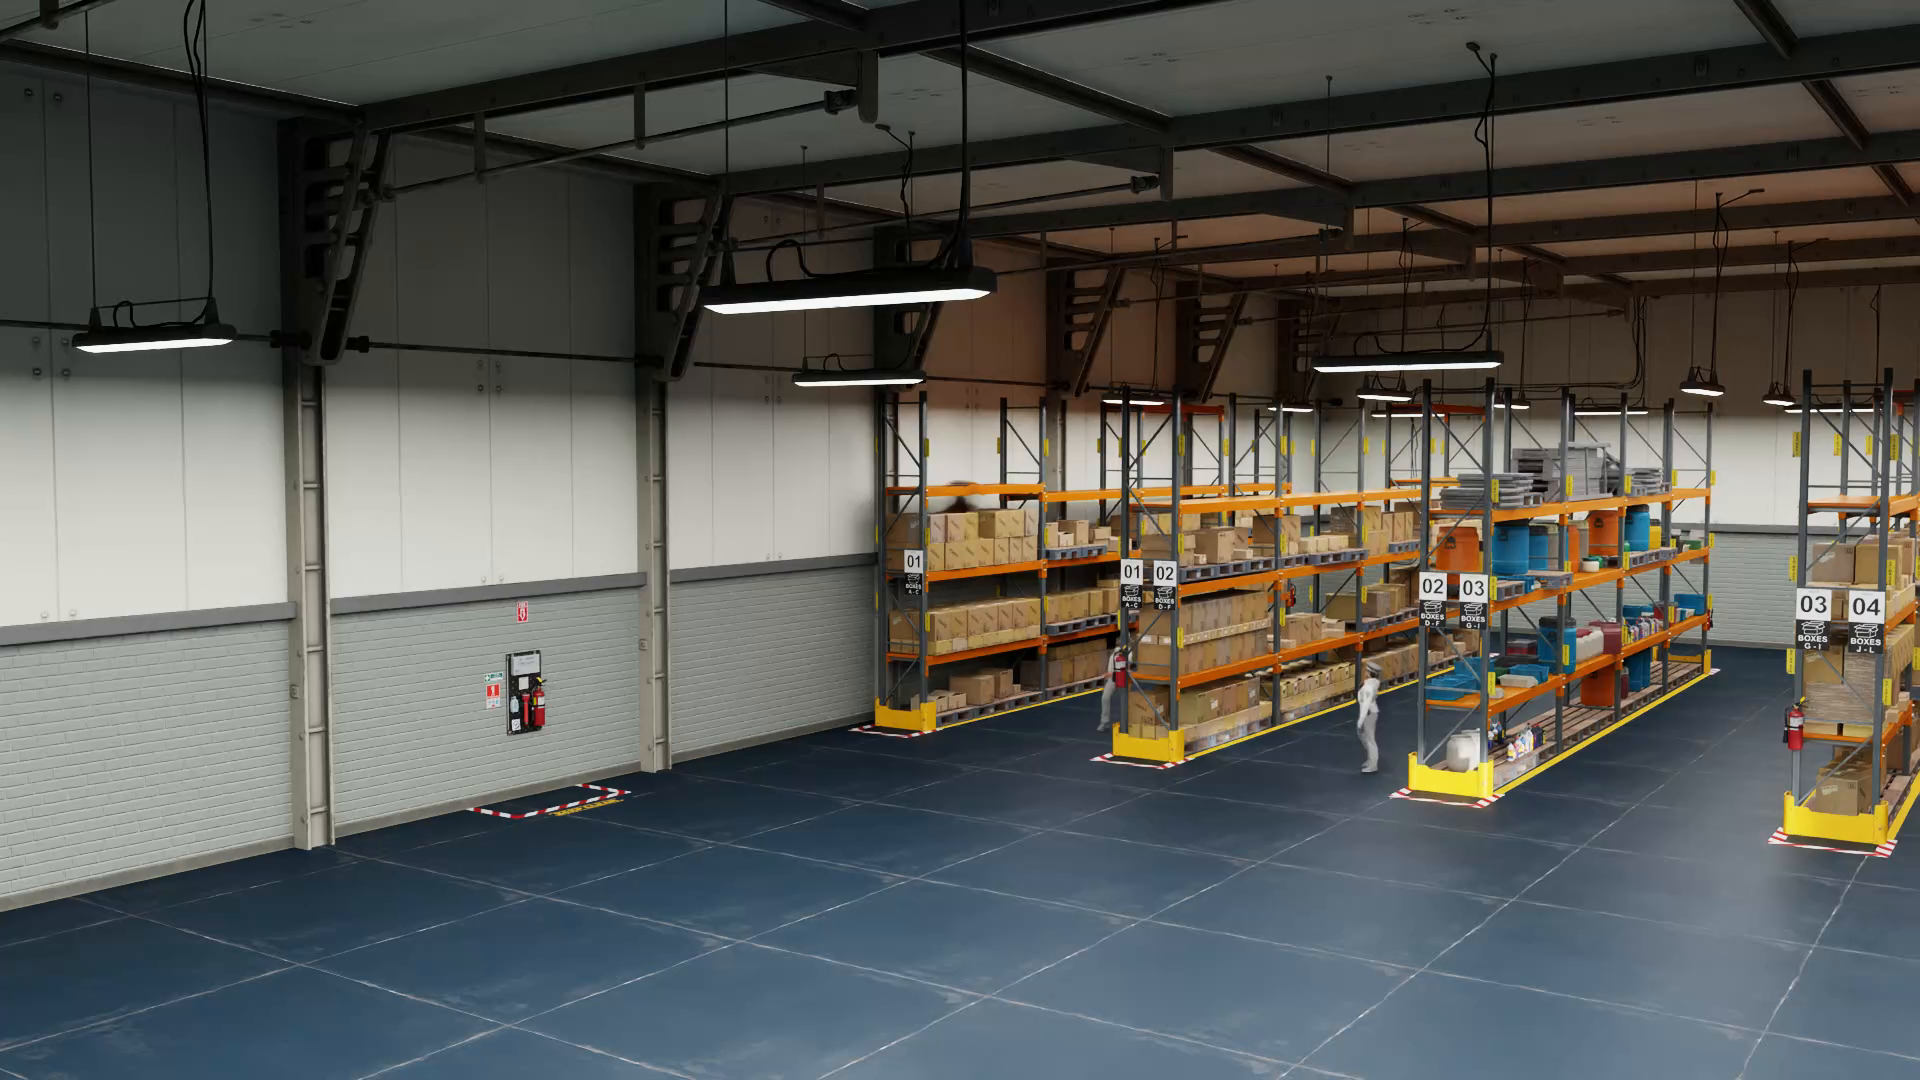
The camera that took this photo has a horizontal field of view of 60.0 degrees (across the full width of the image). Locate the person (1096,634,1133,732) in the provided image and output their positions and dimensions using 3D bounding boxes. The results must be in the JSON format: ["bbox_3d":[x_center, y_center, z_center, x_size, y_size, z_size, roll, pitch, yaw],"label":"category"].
[{"bbox_3d":[2.845,2.506,29.614,0.518,1.773,0.986,2,4,36],"label":"person"}]

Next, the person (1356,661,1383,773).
[{"bbox_3d":[6.338,2.726,25.790,0.400,1.704,0.617,1,3,12],"label":"person"}]
